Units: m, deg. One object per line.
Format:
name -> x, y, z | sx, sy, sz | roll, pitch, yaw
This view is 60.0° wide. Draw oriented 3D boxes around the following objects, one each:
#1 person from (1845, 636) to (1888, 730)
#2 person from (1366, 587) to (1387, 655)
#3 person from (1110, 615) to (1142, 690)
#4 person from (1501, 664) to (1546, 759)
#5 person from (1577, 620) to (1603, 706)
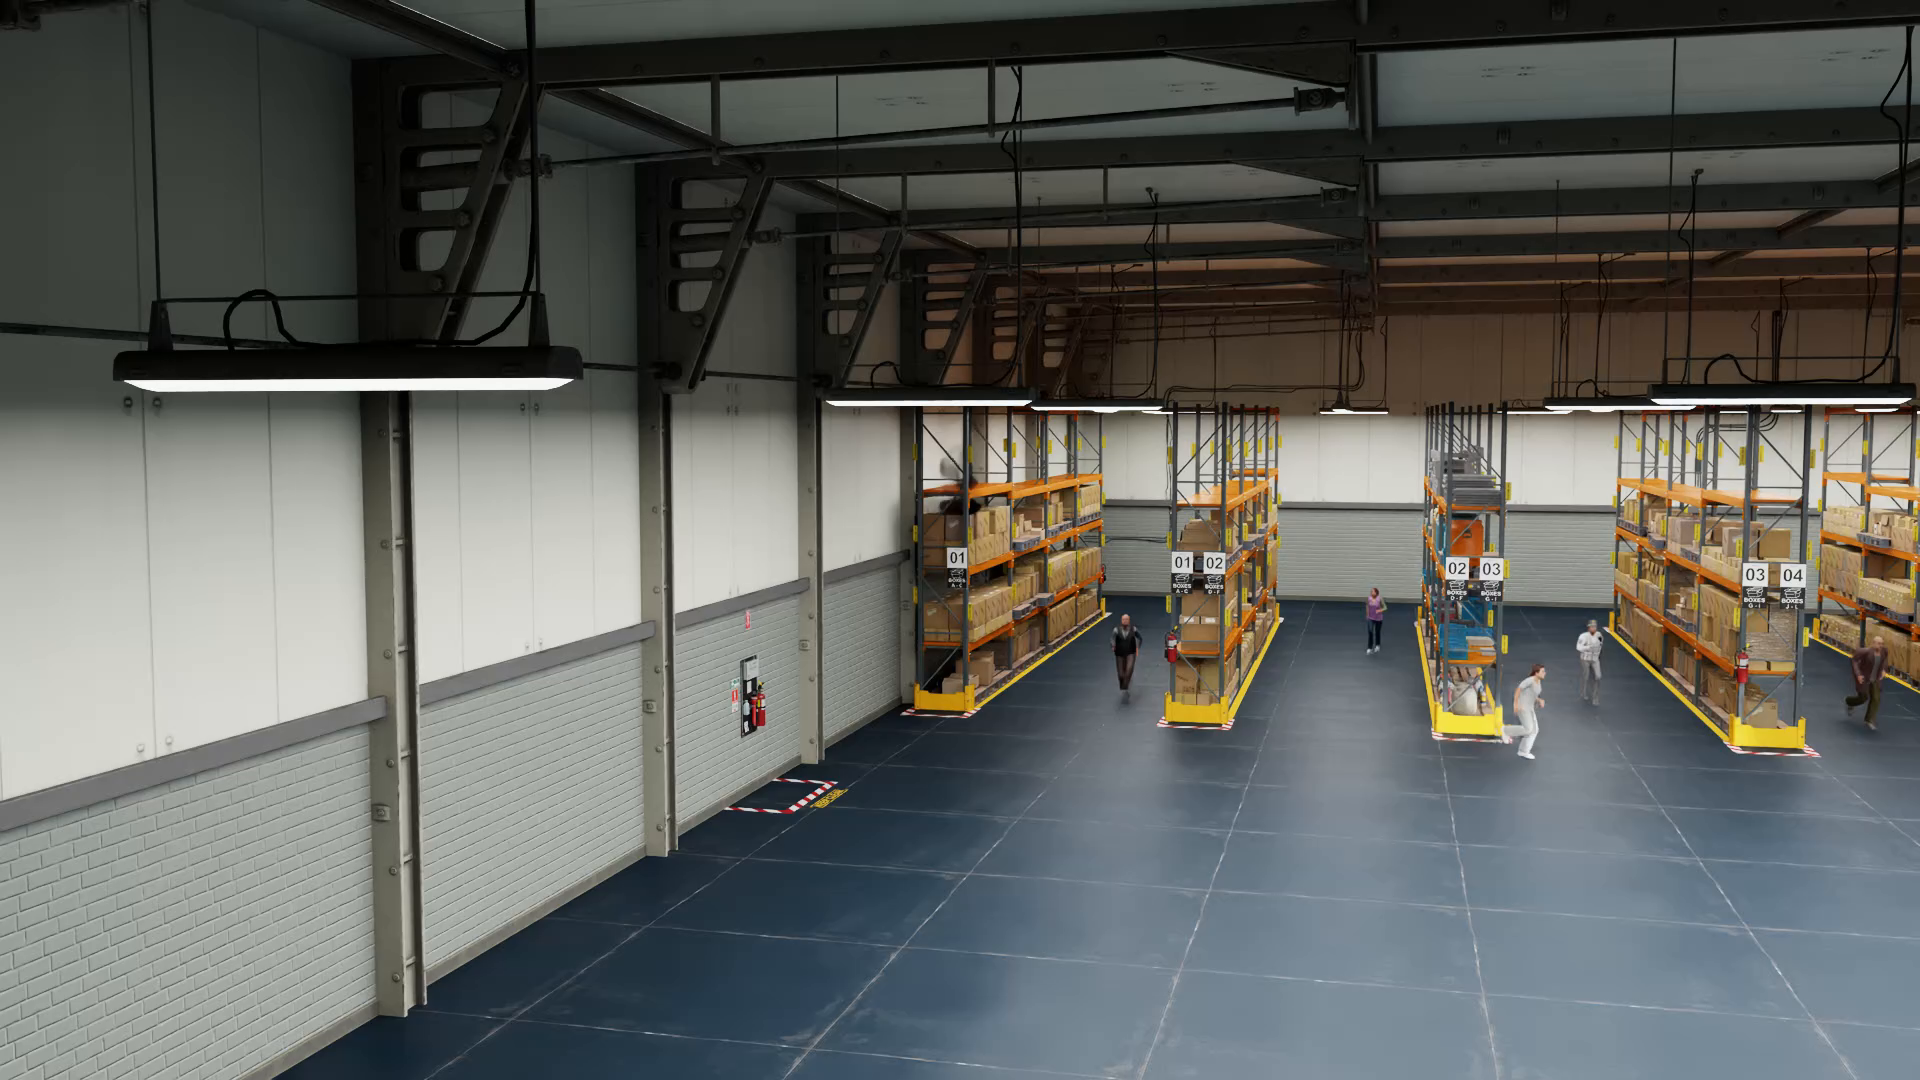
person -> 16.809, 2.610, 30.901 | 0.722, 1.739, 0.976 | -1, 4, -8
person -> 10.056, 1.955, 40.204 | 0.530, 1.637, 0.728 | 2, 5, 23
person -> 3.381, 2.300, 33.653 | 0.603, 1.603, 0.939 | 1, 4, 9
person -> 9.519, 2.871, 28.108 | 0.740, 1.605, 0.557 | 3, 5, 38
person -> 12.591, 2.442, 33.257 | 0.595, 1.747, 0.830 | 0, 4, 4
